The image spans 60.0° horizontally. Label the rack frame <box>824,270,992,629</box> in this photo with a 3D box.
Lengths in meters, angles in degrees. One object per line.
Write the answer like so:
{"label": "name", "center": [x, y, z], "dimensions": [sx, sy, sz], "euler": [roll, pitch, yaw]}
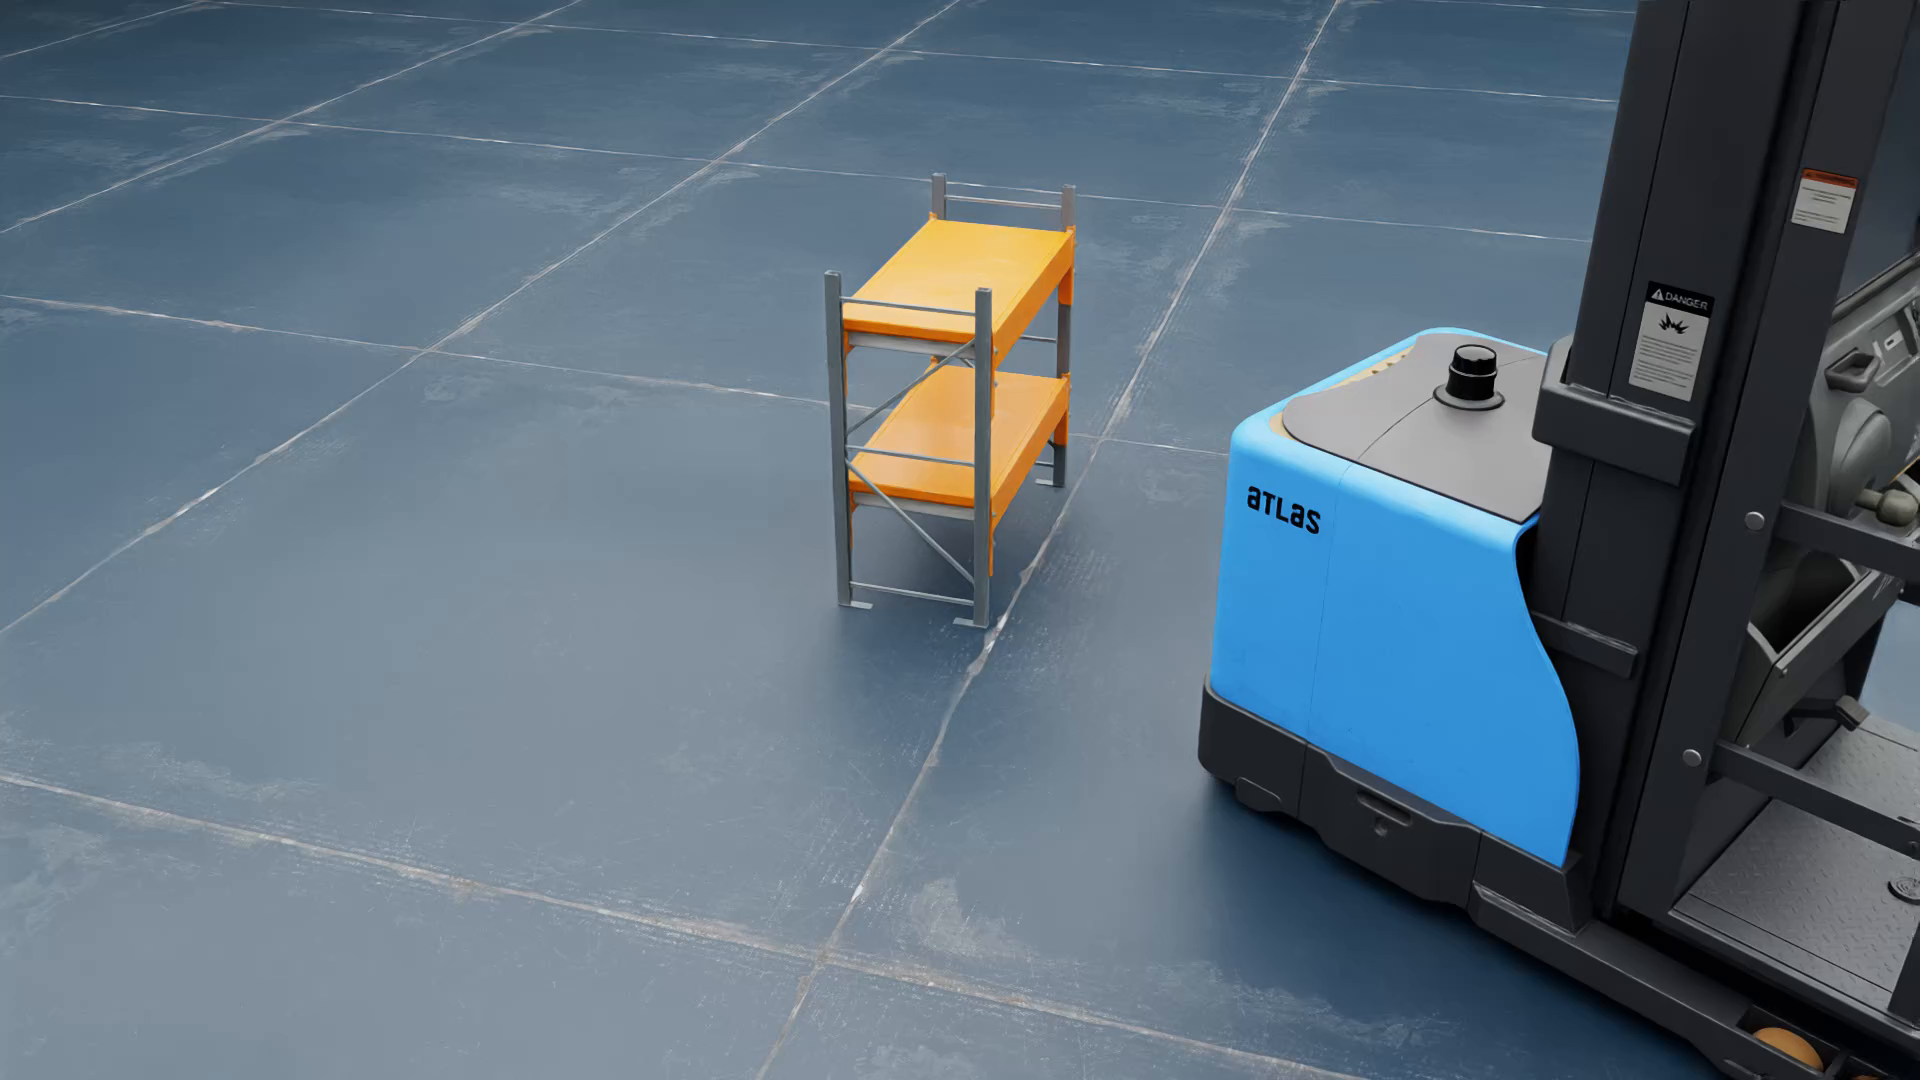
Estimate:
{"label": "rack frame", "center": [-0.151, -0.252, 5.046], "dimensions": [0.500, 1.125, 0.032], "euler": [8, 30, 15]}

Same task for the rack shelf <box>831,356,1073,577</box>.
{"label": "rack shelf", "center": [-0.002, -0.275, 5.590], "dimensions": [0.538, 0.278, 1.000], "euler": [8, 30, 15]}

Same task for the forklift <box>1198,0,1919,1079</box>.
{"label": "forklift", "center": [2.045, -0.283, 3.244], "dimensions": [1.130, 2.935, 3.031], "euler": [-26, 38, -38]}

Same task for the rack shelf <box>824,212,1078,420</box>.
{"label": "rack shelf", "center": [-0.002, -0.744, 5.329], "dimensions": [0.538, 0.278, 1.000], "euler": [8, 30, 15]}

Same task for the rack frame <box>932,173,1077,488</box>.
{"label": "rack frame", "center": [0.147, -0.725, 5.896], "dimensions": [0.500, 1.125, 0.032], "euler": [8, 30, 15]}

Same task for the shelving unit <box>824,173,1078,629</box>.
{"label": "shelving unit", "center": [-0.002, -0.488, 5.471], "dimensions": [0.538, 1.125, 1.048], "euler": [8, 30, 15]}
